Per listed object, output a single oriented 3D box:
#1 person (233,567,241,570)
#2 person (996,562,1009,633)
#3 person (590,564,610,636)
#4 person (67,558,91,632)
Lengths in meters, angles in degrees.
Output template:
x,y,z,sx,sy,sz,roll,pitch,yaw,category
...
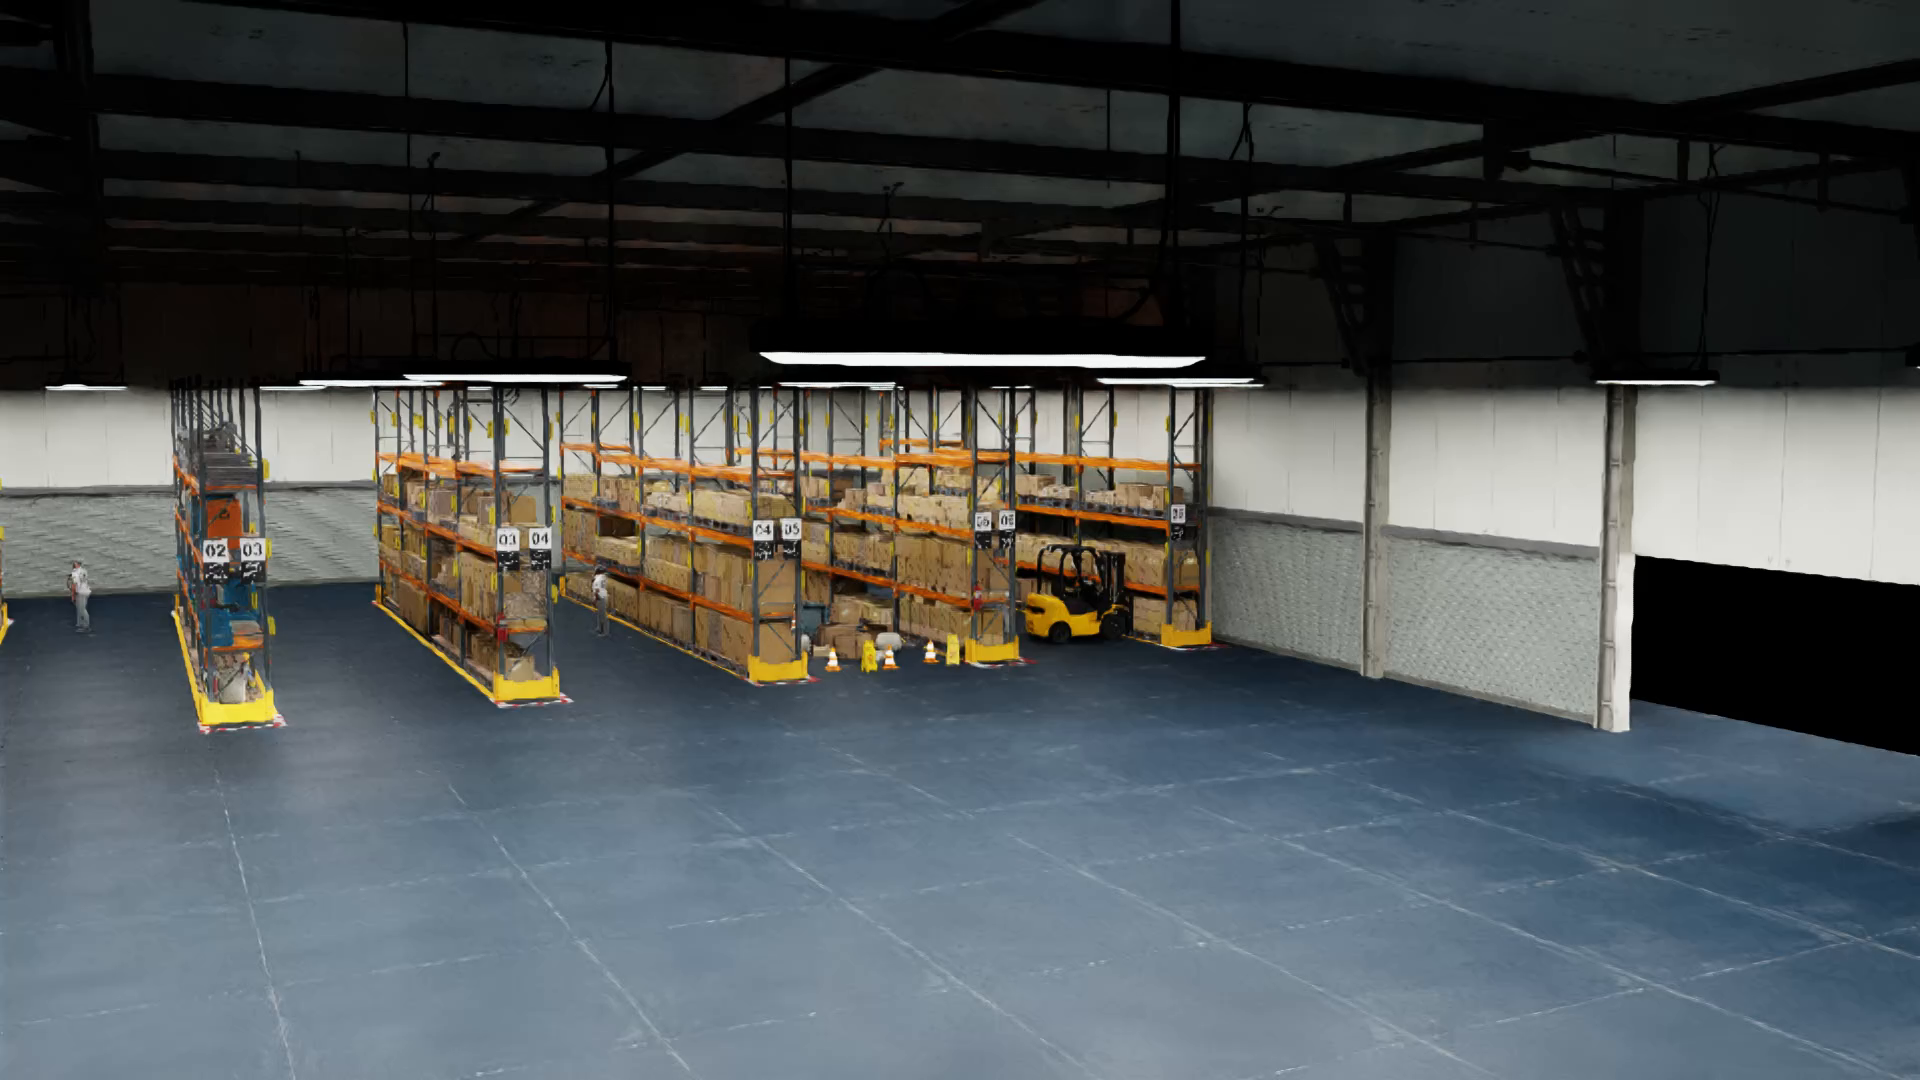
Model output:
x,y,z,sx,sy,sz,roll,pitch,yaw,category
-18.258,1.143,42.296,0.511,1.598,1.057,-4,6,-36,person
0.948,1.361,39.669,0.556,1.653,0.598,0,5,4,person
-8.498,1.398,39.165,0.545,1.664,0.574,0,5,2,person
-21.111,1.298,39.814,0.594,1.744,0.667,0,5,-5,person
